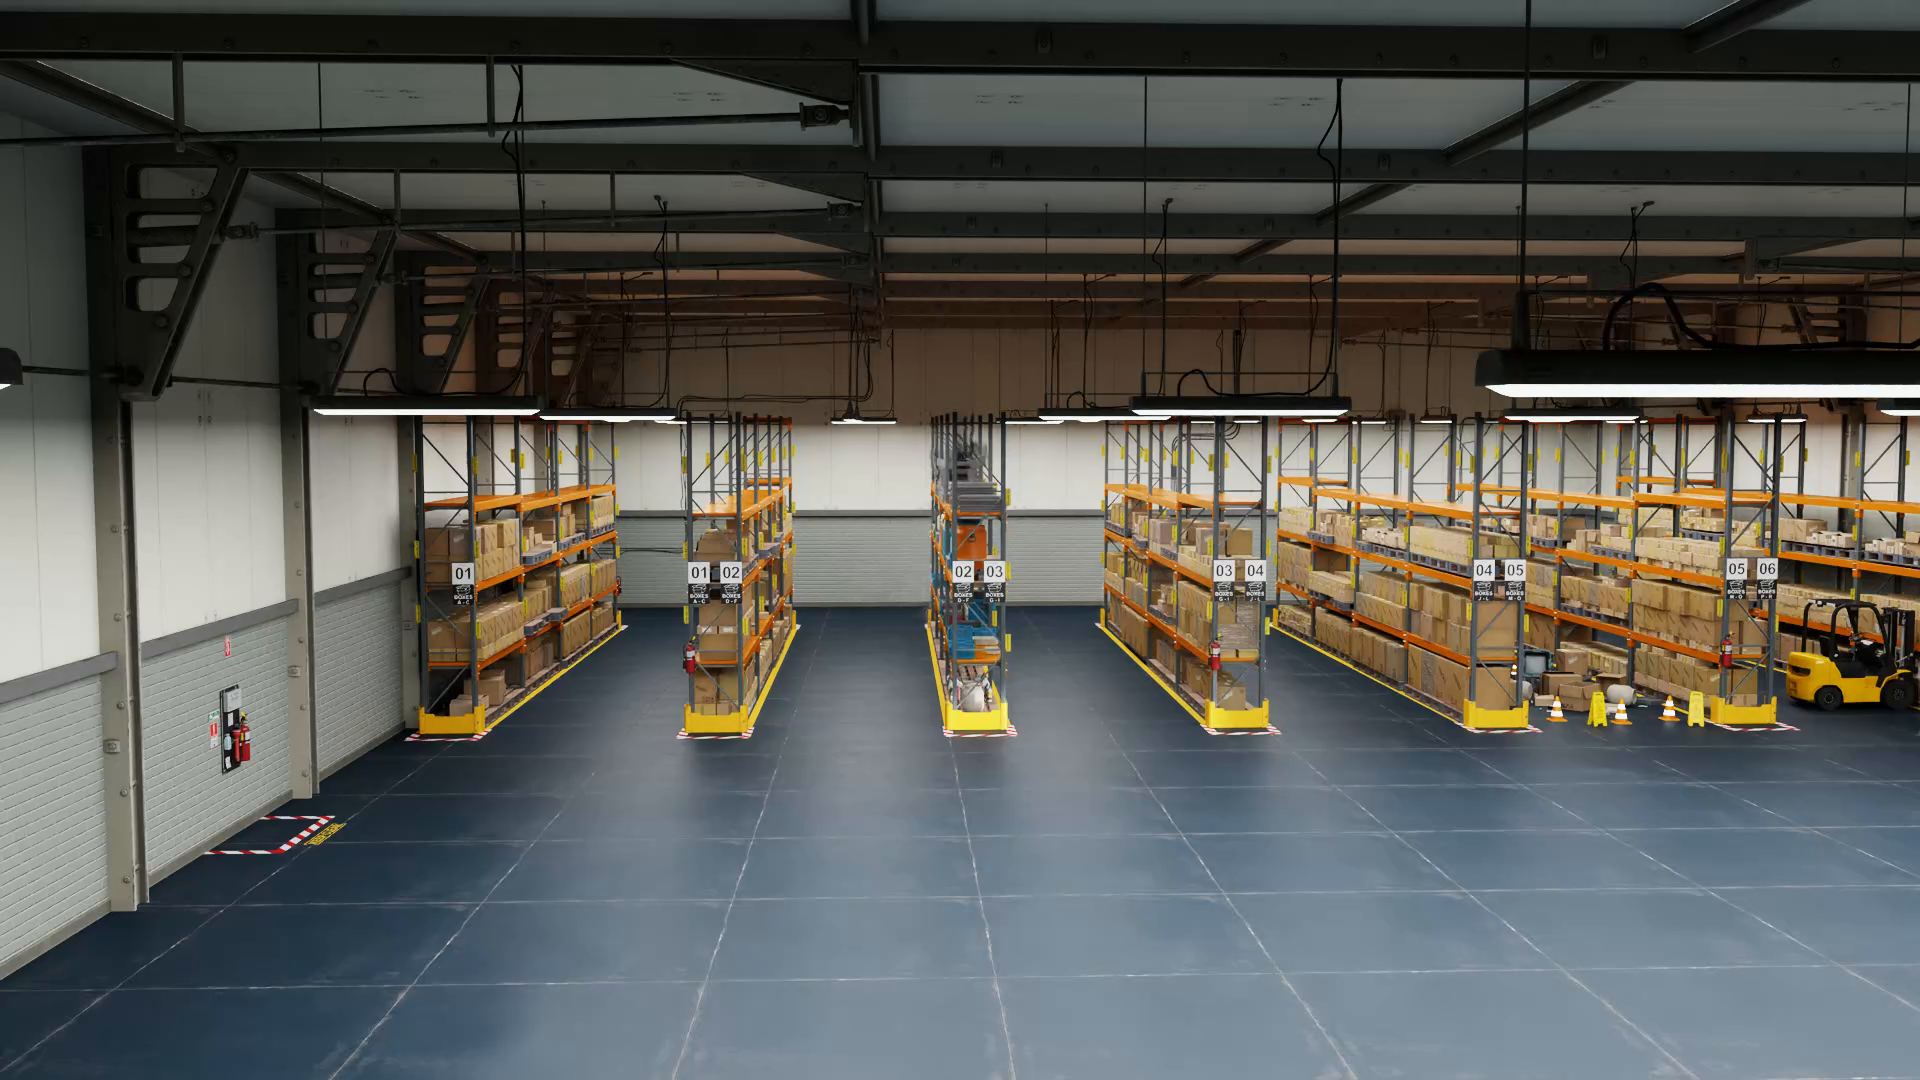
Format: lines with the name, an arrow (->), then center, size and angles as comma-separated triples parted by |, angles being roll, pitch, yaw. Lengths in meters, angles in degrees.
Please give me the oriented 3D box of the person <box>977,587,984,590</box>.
person -> 0.417, 1.527, 48.916 | 0.926, 1.767, 0.683 | 0, 4, 3
